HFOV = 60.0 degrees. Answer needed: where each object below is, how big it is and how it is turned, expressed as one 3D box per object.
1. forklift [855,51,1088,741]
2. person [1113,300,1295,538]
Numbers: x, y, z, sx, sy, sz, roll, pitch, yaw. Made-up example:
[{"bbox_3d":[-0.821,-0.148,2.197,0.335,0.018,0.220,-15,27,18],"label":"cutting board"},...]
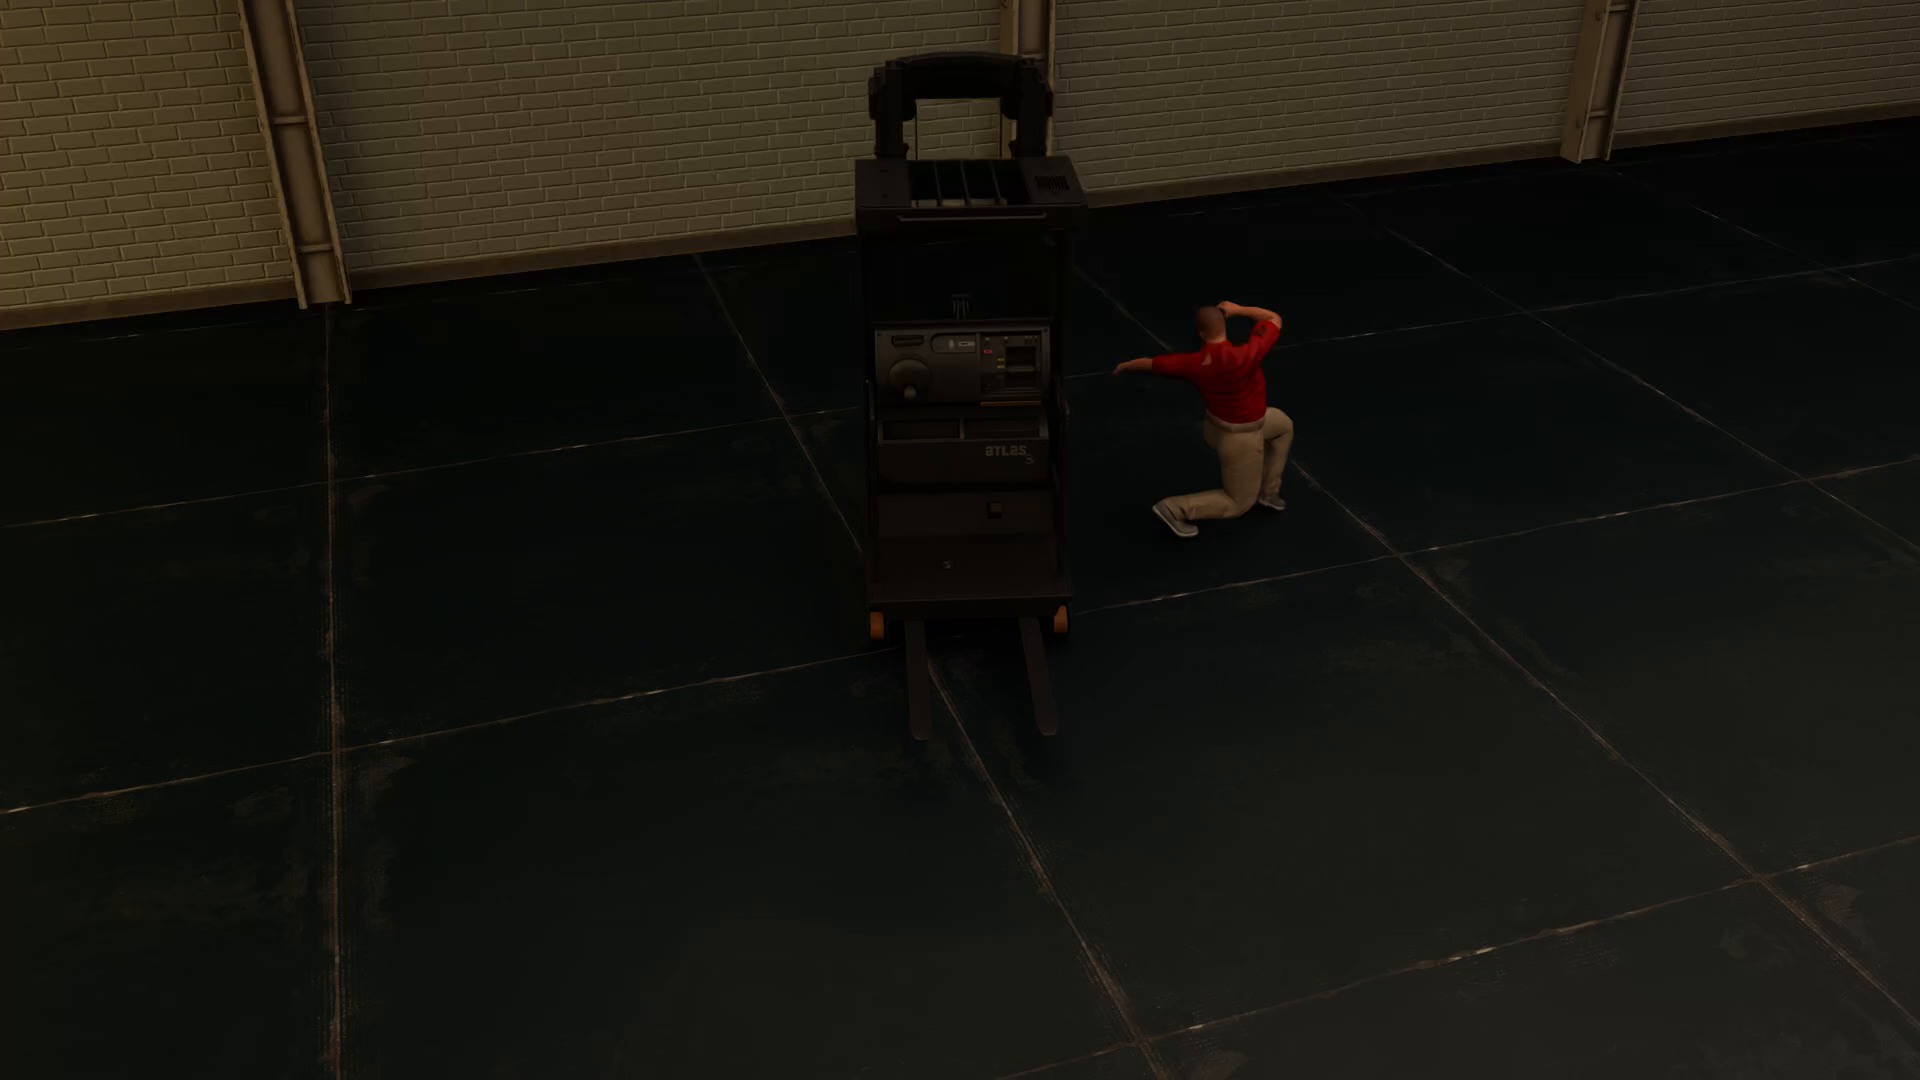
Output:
[{"bbox_3d":[0.030,-0.888,8.631,1.130,2.935,3.031,-2,30,-3],"label":"forklift"},{"bbox_3d":[1.510,-0.815,10.026,0.956,1.444,0.977,-14,33,-23],"label":"person"}]
